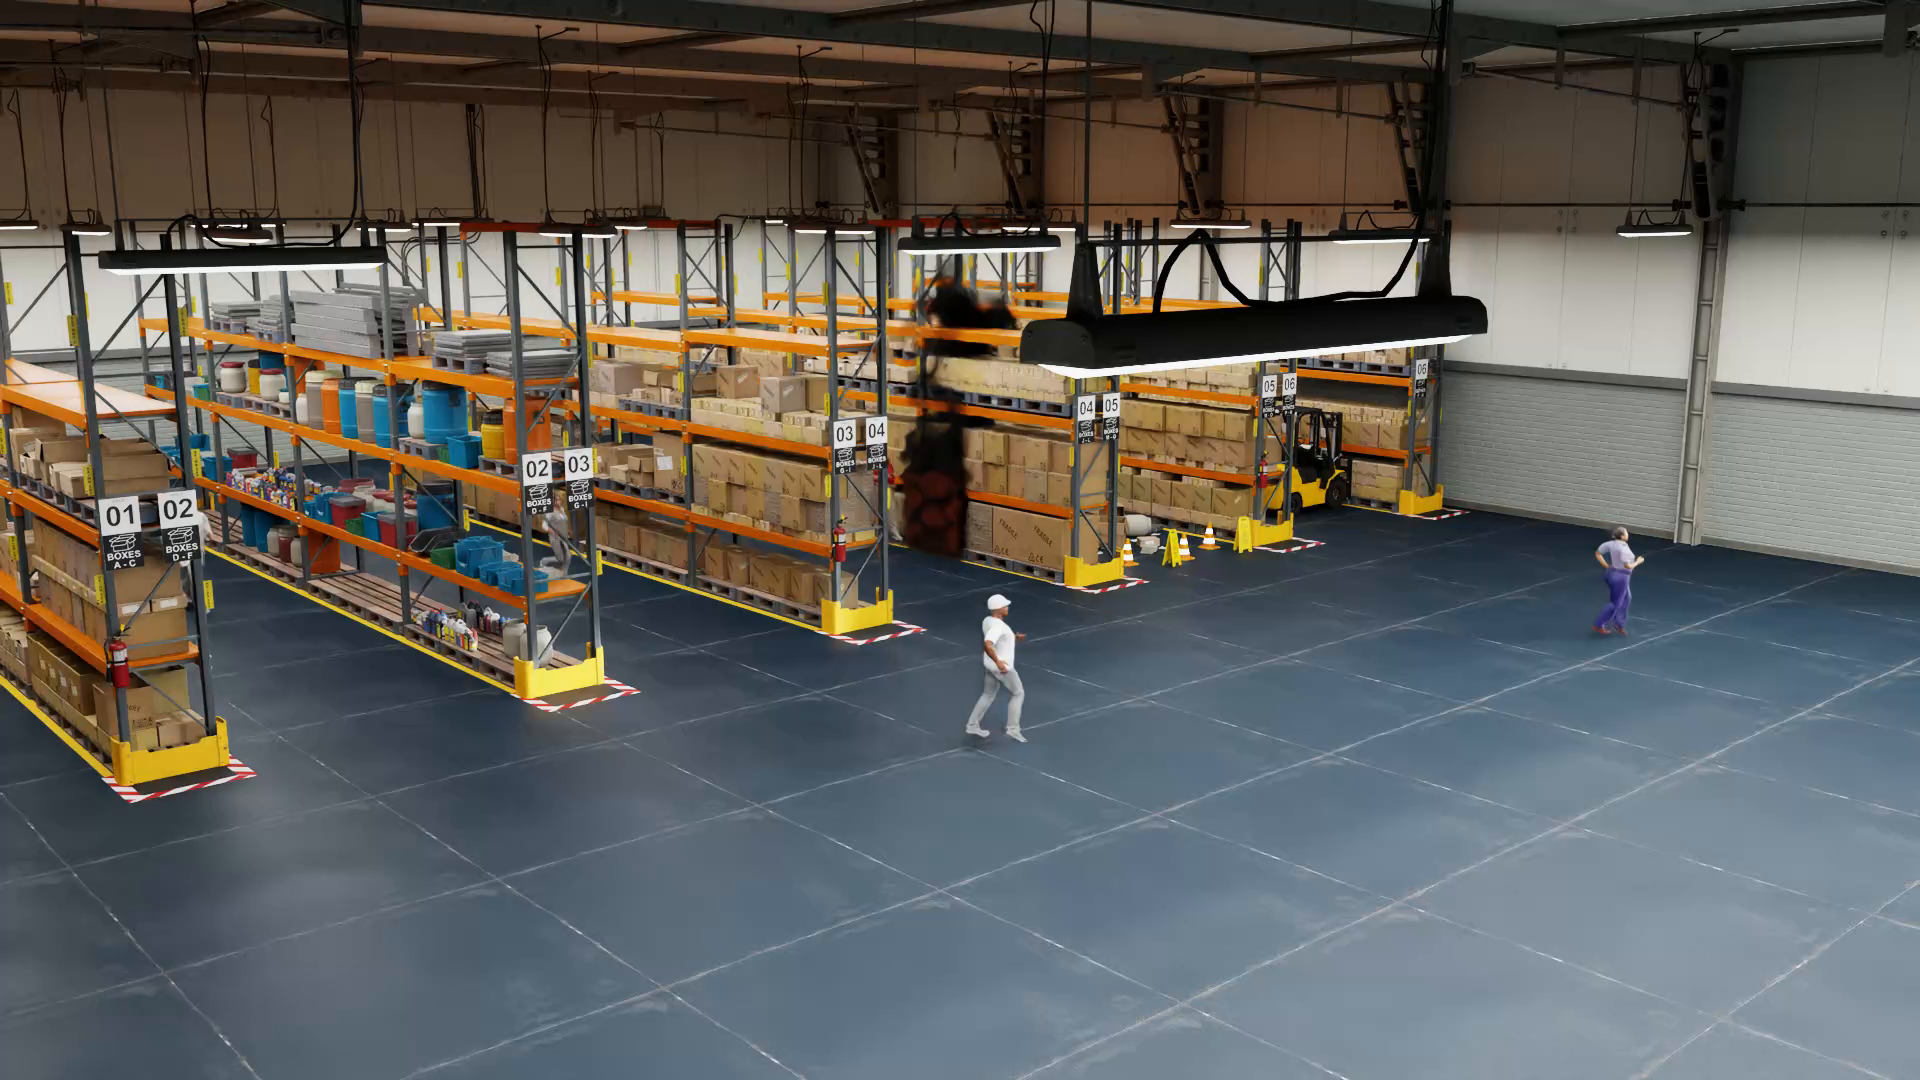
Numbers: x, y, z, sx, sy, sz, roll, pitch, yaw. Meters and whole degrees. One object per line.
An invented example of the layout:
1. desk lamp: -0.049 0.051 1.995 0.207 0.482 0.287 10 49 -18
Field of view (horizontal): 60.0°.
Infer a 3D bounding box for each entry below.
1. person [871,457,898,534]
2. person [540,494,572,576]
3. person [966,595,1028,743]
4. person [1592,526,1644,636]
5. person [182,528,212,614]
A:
1. person: -1.422 -0.925 30.264 0.662 1.633 0.774 -11 16 -43
2. person: -6.779 -0.012 27.991 0.676 1.558 0.536 8 14 33
3. person: 0.455 1.546 19.755 0.777 1.829 0.672 -5 12 -22
4. person: 9.724 0.732 24.624 0.708 1.504 0.585 0 11 -2
5. person: -12.191 0.209 26.349 1.025 1.805 0.613 8 14 35
